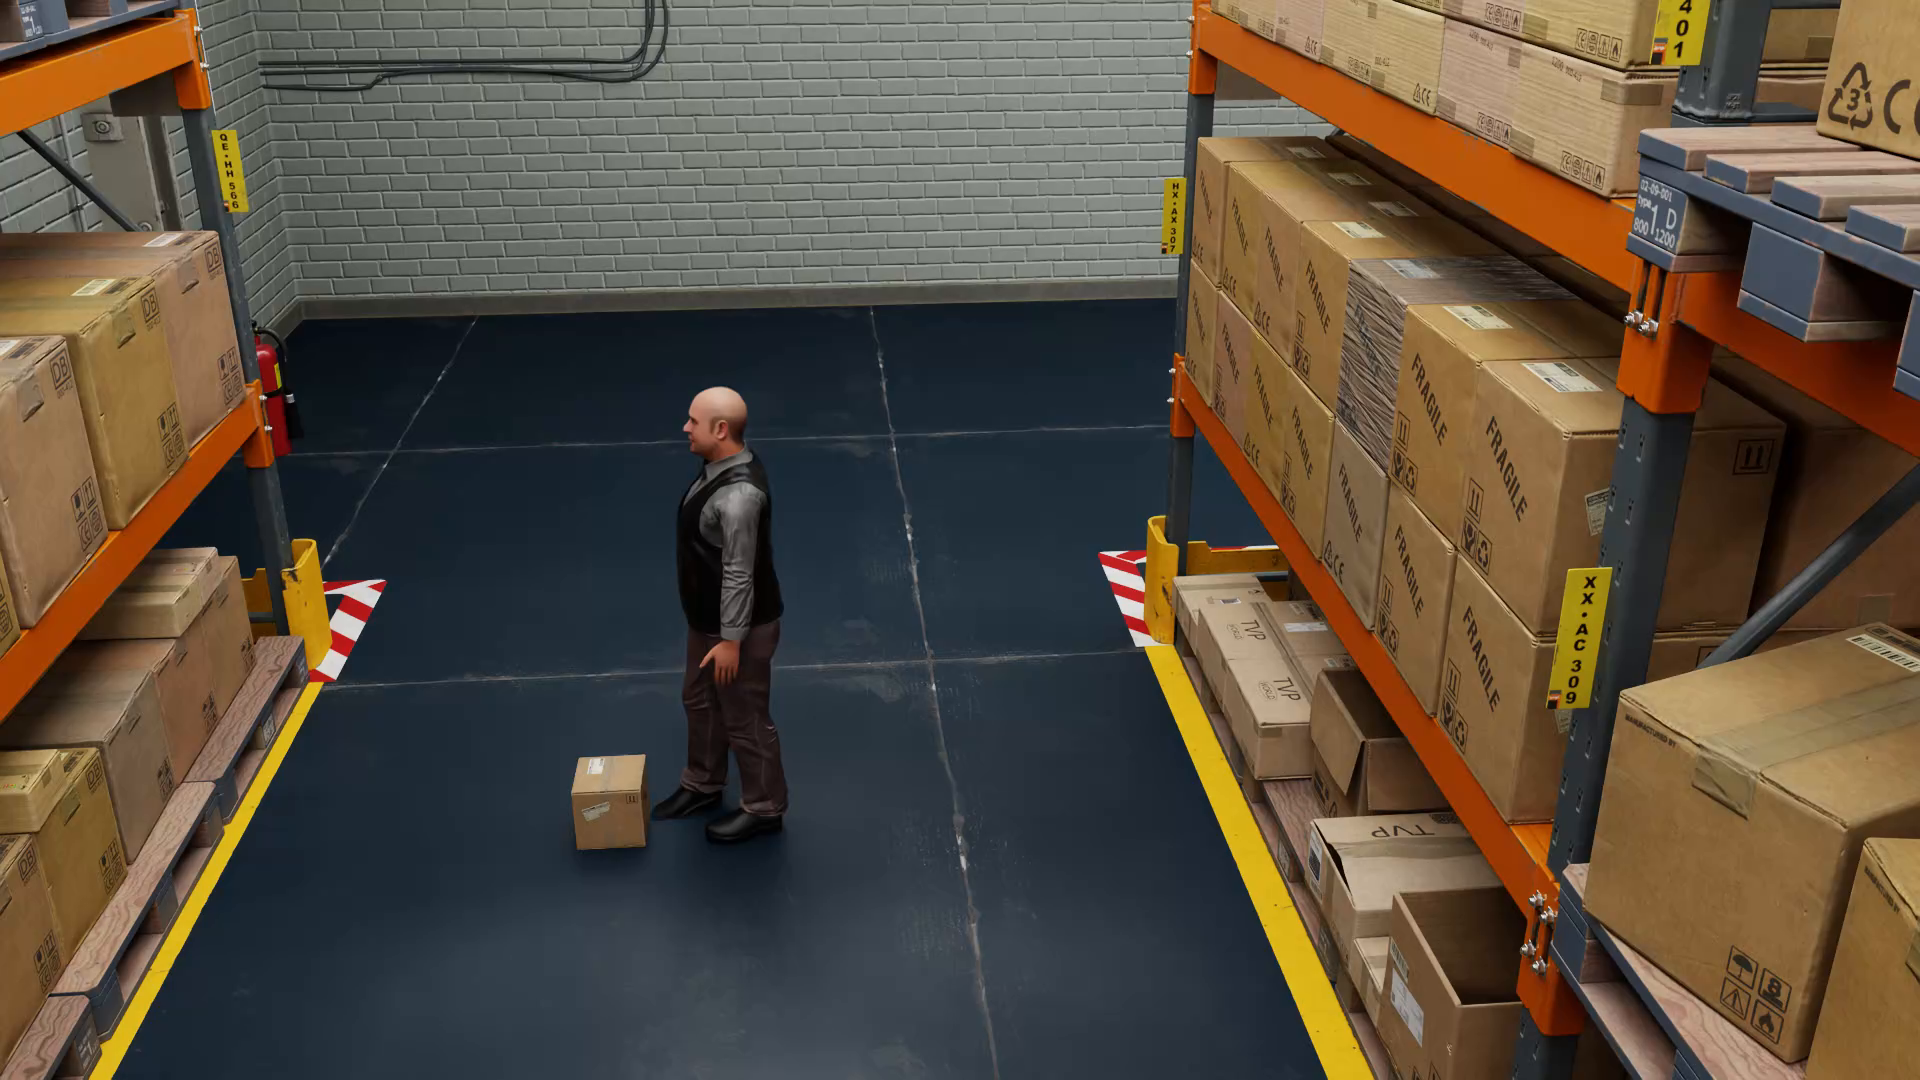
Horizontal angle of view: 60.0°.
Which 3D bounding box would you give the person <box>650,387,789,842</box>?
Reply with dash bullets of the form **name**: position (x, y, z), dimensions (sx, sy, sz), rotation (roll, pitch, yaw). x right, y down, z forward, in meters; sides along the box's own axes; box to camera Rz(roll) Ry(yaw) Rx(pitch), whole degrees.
- **person**: position (-0.896, 0.314, 5.937), dimensions (0.526, 1.755, 0.565), rotation (-6, 24, -14)
